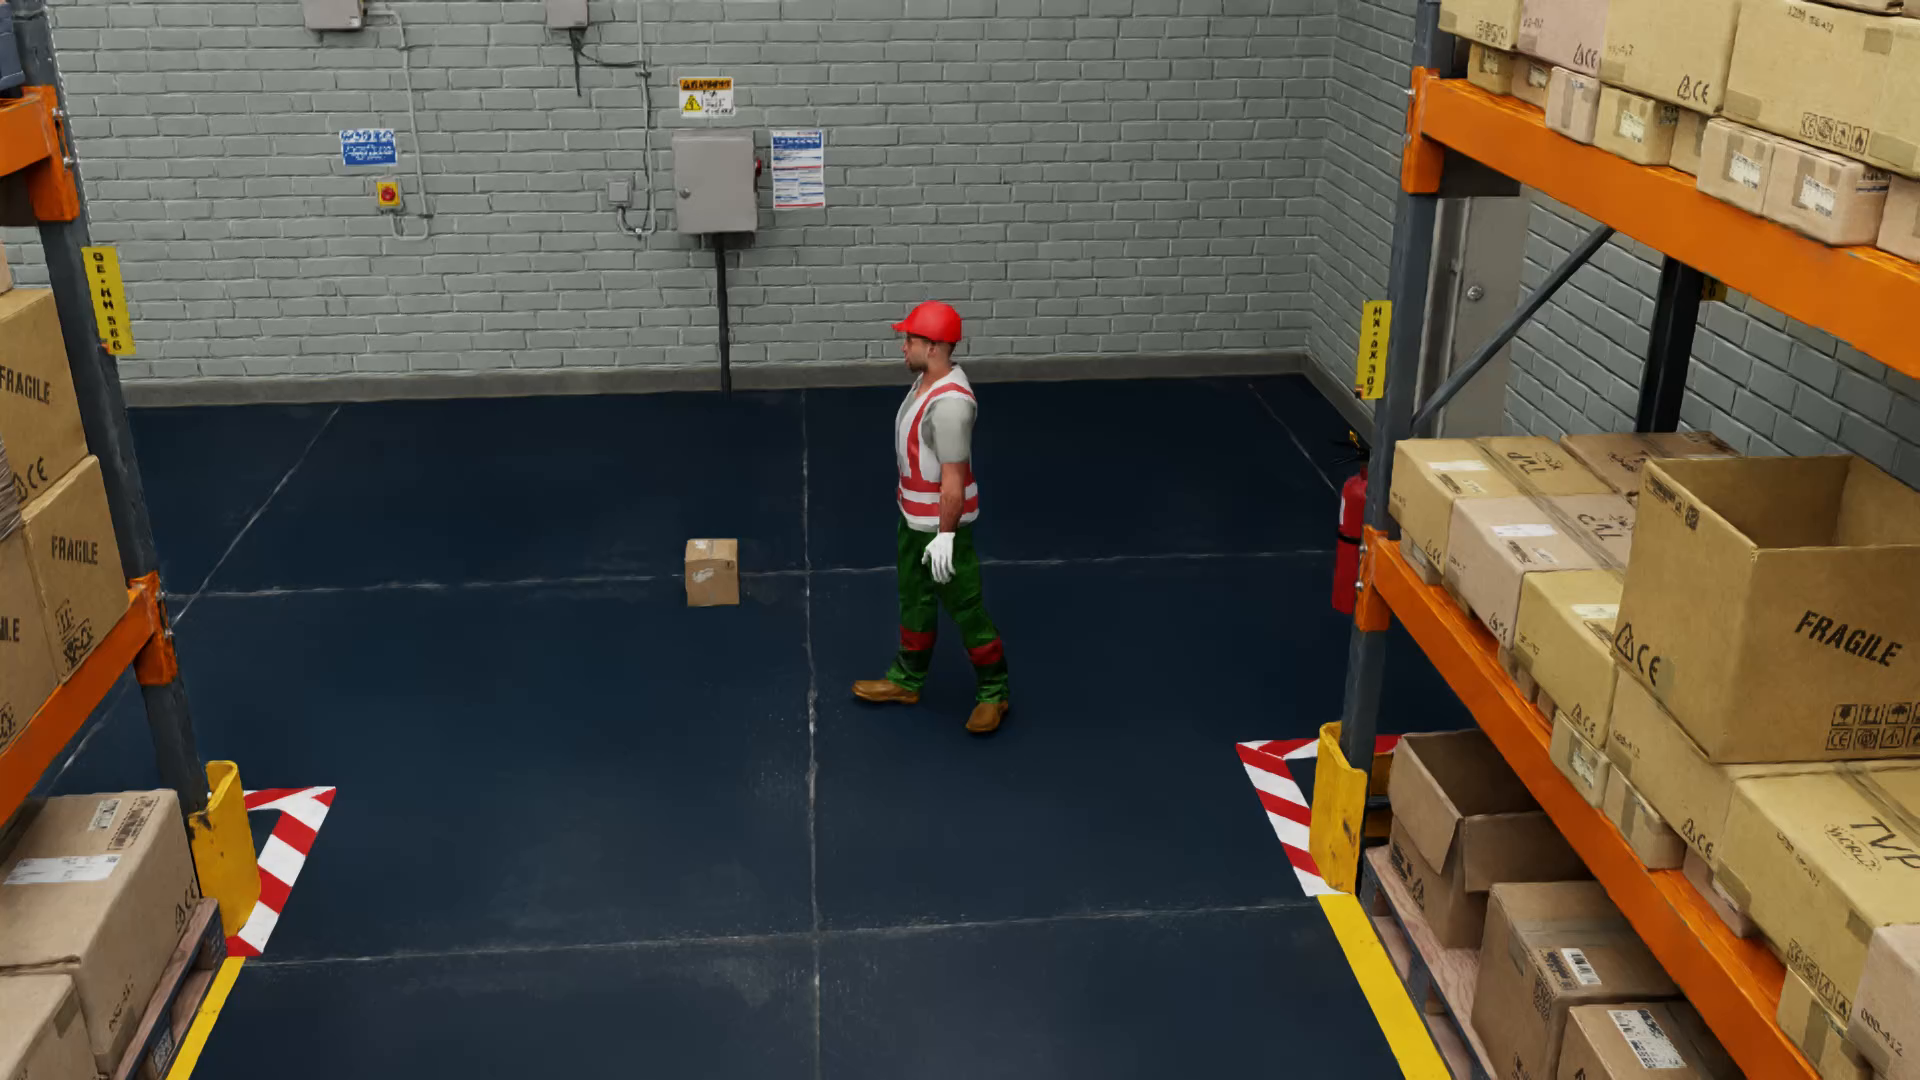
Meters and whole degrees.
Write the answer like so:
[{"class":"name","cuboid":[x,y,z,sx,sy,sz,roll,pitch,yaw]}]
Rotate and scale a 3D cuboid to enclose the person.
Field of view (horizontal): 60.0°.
[{"class":"person","cuboid":[-0.138,-0.114,6.823,0.629,1.791,0.754,-6,24,-13]}]
